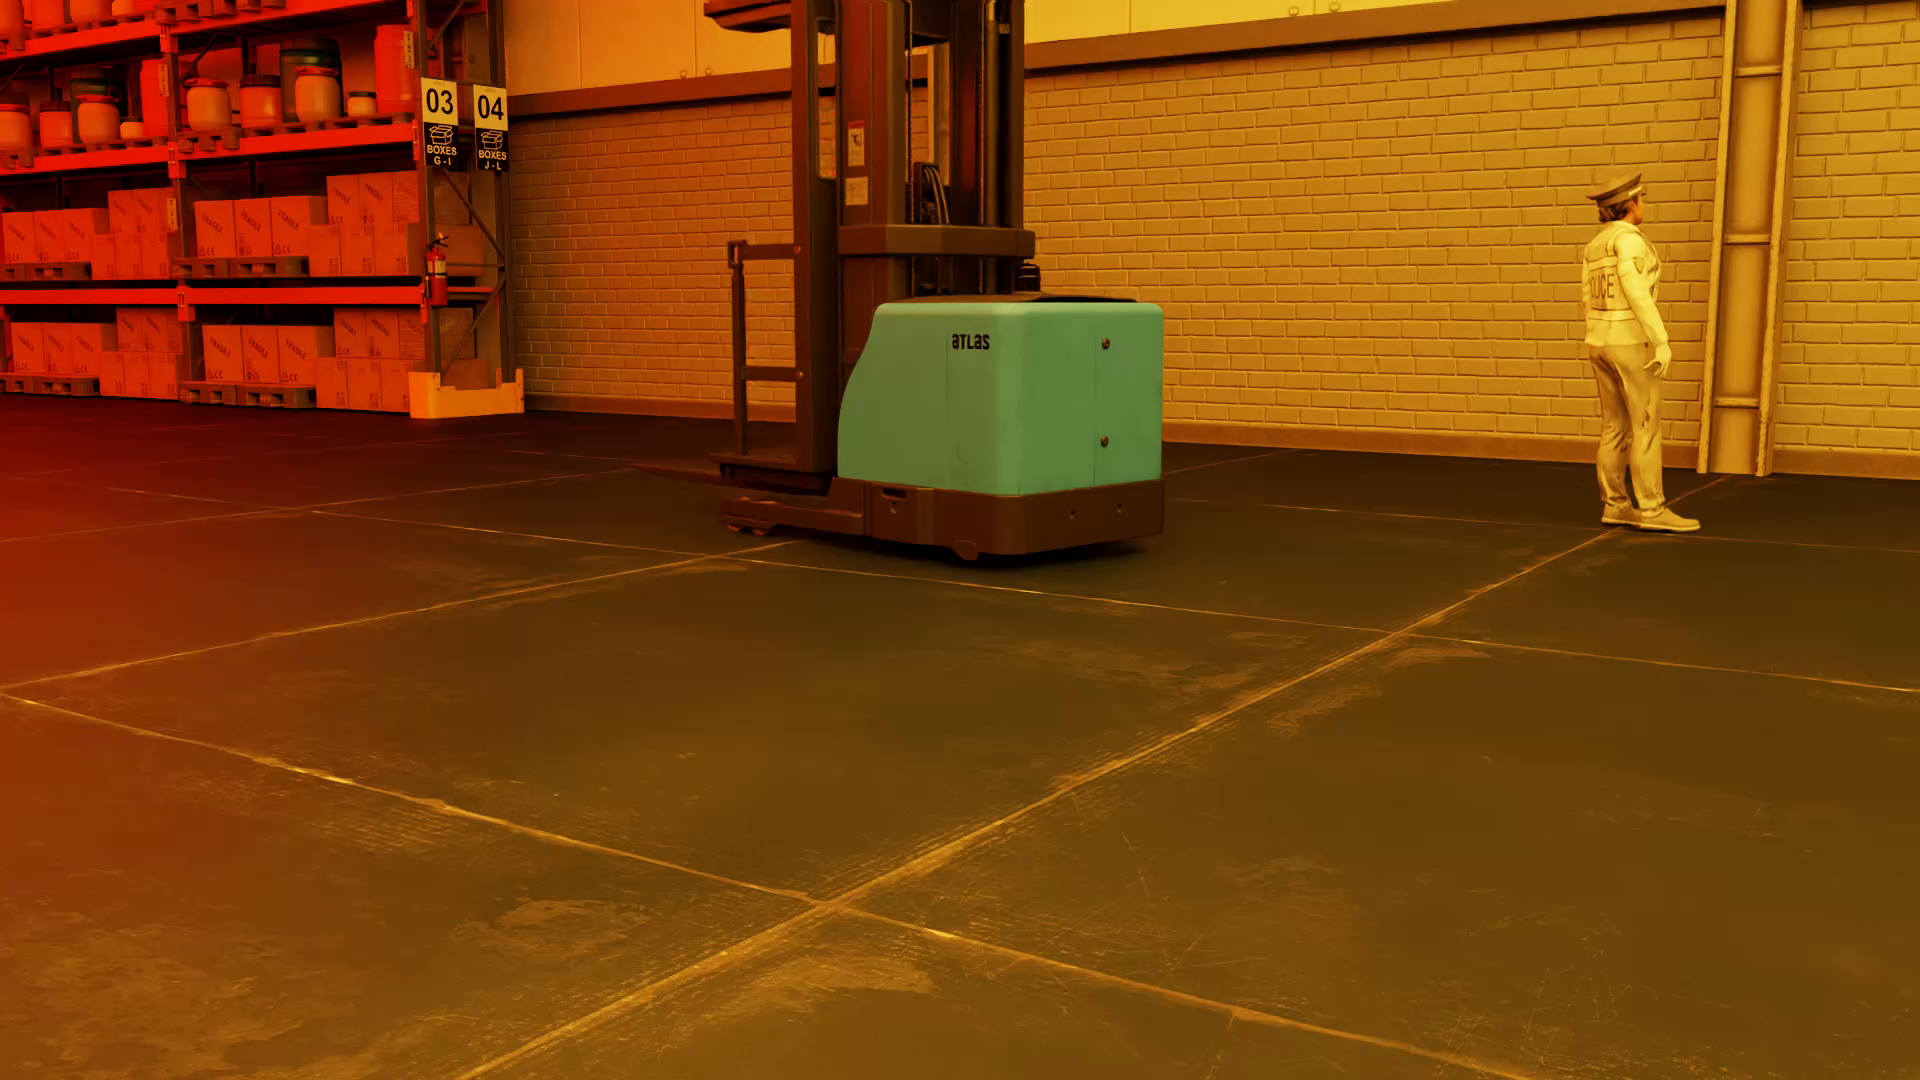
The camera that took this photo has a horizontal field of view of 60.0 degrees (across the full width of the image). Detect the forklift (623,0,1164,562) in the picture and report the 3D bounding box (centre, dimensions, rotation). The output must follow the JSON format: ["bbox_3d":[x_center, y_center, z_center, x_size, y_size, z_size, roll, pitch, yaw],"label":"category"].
[{"bbox_3d":[-0.495,-1.516,7.852,1.130,2.935,3.031,-8,11,-44],"label":"forklift"}]

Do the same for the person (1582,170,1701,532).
[{"bbox_3d":[3.233,-0.905,7.953,0.504,1.704,0.574,-1,8,-6],"label":"person"}]
